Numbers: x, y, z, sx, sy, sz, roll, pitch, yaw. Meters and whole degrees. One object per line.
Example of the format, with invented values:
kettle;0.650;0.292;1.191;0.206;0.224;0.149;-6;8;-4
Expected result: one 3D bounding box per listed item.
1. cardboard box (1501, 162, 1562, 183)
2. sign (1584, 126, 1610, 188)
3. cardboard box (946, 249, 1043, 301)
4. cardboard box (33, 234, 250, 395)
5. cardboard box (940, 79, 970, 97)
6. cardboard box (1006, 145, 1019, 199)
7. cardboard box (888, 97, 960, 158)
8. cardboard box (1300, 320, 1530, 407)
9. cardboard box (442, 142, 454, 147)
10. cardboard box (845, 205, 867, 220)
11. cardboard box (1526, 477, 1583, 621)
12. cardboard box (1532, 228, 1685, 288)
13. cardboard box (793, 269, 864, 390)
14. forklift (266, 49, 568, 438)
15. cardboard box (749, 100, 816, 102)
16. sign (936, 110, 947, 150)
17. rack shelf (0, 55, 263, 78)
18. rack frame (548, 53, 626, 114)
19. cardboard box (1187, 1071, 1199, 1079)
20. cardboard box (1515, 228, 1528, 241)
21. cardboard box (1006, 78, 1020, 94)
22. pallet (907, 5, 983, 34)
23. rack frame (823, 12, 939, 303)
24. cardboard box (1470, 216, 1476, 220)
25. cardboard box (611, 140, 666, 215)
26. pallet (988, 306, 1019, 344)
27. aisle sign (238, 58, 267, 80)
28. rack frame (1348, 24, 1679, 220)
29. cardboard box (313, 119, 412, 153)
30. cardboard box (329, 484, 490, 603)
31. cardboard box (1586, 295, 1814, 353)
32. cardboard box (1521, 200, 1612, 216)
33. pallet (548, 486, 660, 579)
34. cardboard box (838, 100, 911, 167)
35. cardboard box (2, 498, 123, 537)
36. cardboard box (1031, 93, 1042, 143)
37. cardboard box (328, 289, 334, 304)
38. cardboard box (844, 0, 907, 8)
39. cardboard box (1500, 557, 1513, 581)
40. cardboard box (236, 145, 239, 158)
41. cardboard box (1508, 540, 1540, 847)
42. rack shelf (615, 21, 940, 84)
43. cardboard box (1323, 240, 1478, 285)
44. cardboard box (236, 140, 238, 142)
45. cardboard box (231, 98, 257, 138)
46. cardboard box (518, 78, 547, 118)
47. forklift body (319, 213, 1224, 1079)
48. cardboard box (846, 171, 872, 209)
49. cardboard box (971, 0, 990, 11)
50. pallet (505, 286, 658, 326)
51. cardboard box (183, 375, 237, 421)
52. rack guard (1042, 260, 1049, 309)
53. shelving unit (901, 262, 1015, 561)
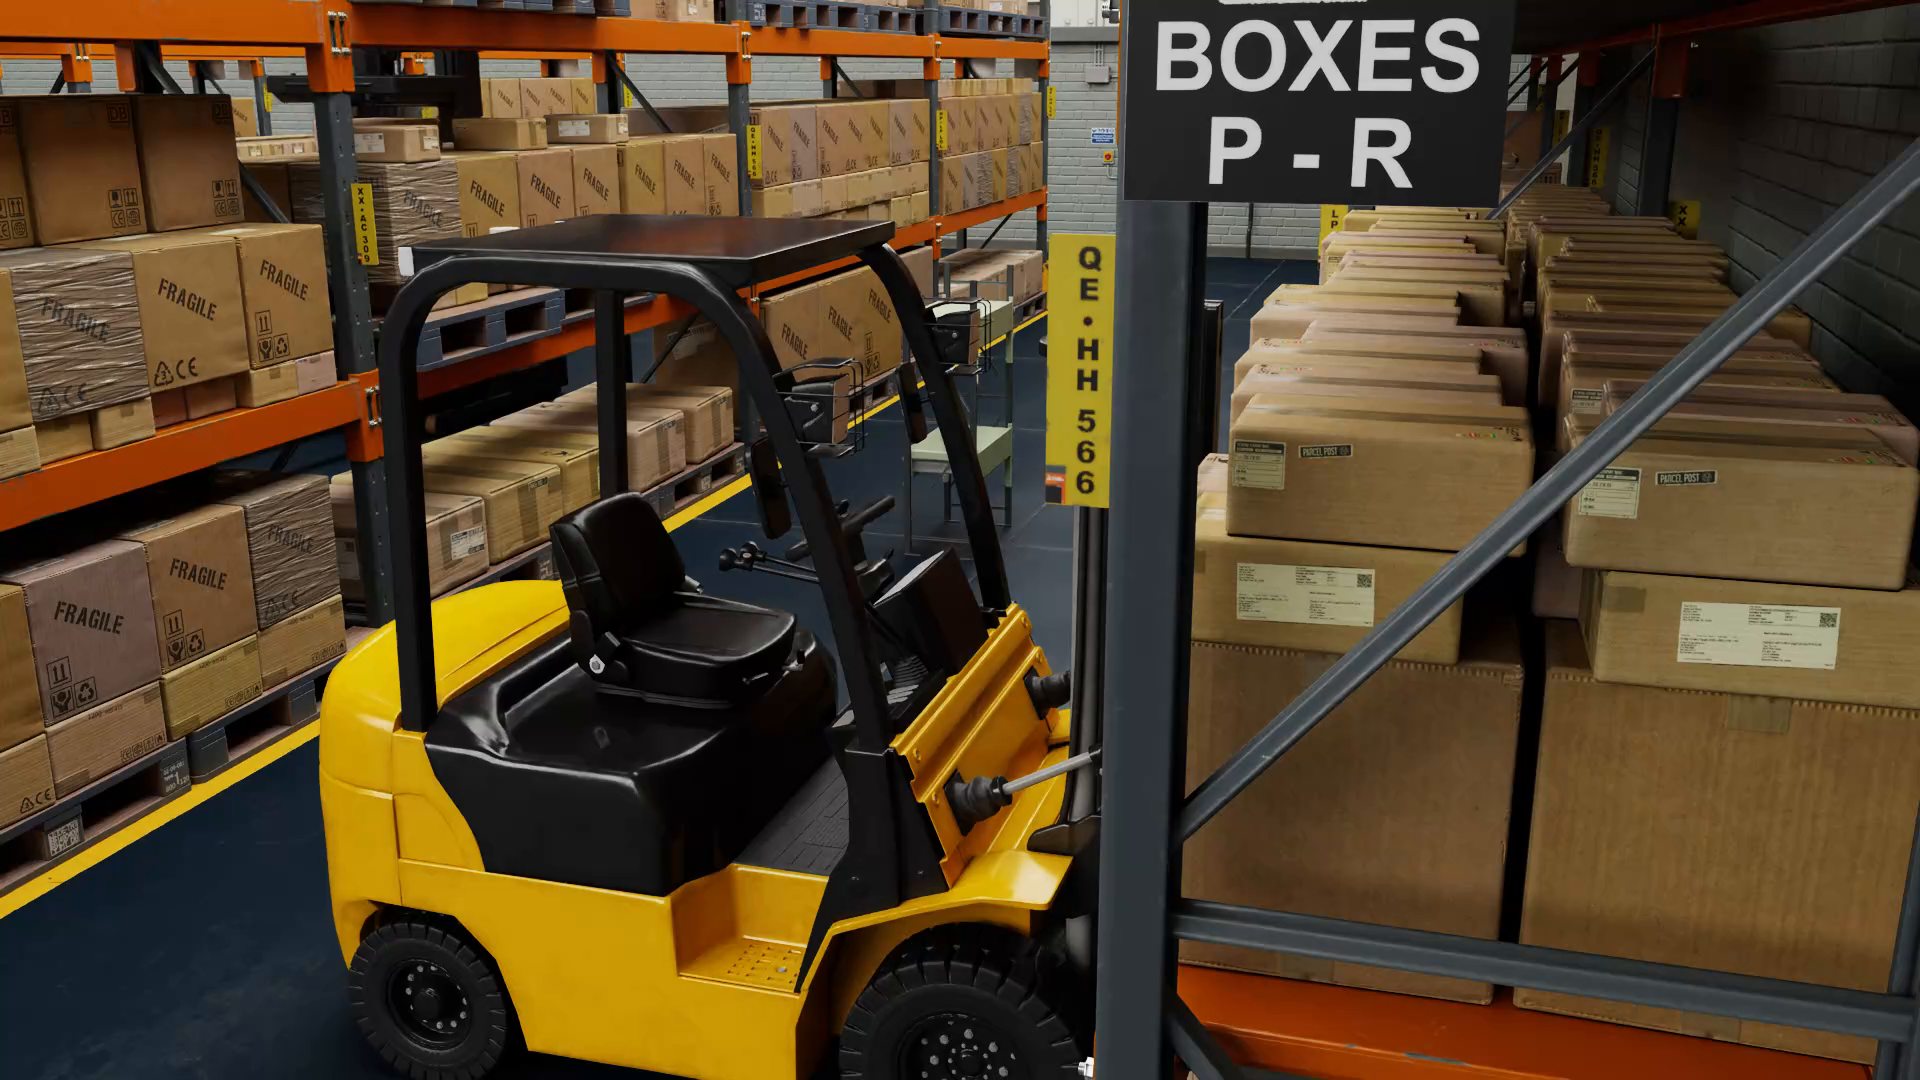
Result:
cardboard box;3.238;-1.947;9.743;0.500;0.500;0.500;5;17;18
sign;3.475;-2.089;9.075;0.100;0.325;0.005;5;16;16
cardboard box;0.364;-2.840;17.771;0.875;0.438;0.875;4;16;14
cardboard box;-2.982;-0.832;6.037;0.500;0.500;0.500;5;17;18
cardboard box;-0.124;-4.107;15.108;0.380;0.149;0.250;5;16;15
cardboard box;0.278;-3.687;16.648;0.500;0.500;0.500;5;17;17
cardboard box;-0.314;-3.639;14.648;0.500;0.500;0.500;5;17;16
cardboard box;0.799;-0.291;2.942;0.380;0.149;0.250;5;17;16
cardboard box;-2.603;-1.845;8.839;0.500;0.500;0.500;4;16;14
cardboard box;-1.017;-2.396;12.556;0.500;0.250;0.500;5;16;16
cardboard box;1.023;0.021;2.388;0.380;0.149;0.250;5;16;16
cardboard box;1.831;-0.791;4.705;0.380;0.149;0.250;4;16;15
cardboard box;-1.284;-1.545;12.404;0.875;0.875;0.875;5;17;17
forklift;-4.146;-2.279;11.991;1.130;2.935;3.031;5;17;18
cardboard box;-1.345;-3.175;13.009;0.500;0.500;0.500;4;16;14
sign;-0.158;-3.484;14.139;0.100;0.325;0.005;5;16;16
rack shelf;-9.614;-5.393;18.668;1.077;0.370;4.000;5;16;16
rack frame;-4.319;-4.408;19.375;1.000;3.000;0.127;5;16;16
cardboard box;0.501;1.014;2.695;0.500;0.250;0.500;5;17;18
cardboard box;2.309;-1.095;6.319;0.380;0.149;0.250;5;16;16
cardboard box;0.393;-4.578;16.768;0.380;0.149;0.250;5;17;17
pallet;-0.439;-4.618;14.780;1.003;0.211;1.213;5;16;16
rack frame;-0.681;-3.005;14.425;1.000;3.000;0.127;5;16;16
cardboard box;1.948;-1.266;6.924;0.380;0.149;0.250;4;16;15
cardboard box;-1.959;-1.943;9.183;0.500;0.500;0.500;3;16;12
pallet;-0.045;-2.176;16.615;1.003;0.211;1.213;5;16;16
aisle sign;-8.738;-6.066;20.454;0.394;0.787;0.004;5;16;16
rack frame;1.805;-0.528;5.693;1.000;3.000;0.127;5;16;16
cardboard box;-2.857;-1.936;7.973;0.380;0.149;0.250;4;16;14
cardboard box;-2.808;0.013;7.832;0.950;0.372;0.625;5;17;17
cardboard box;1.442;-0.387;3.281;0.380;0.149;0.250;4;16;15
cardboard box;2.802;-1.490;7.712;0.380;0.149;0.250;4;16;15
pallet;-2.390;-0.094;9.274;1.003;0.211;1.213;5;16;16
cardboard box;-0.707;-3.261;13.315;0.500;0.500;0.500;5;17;17
cardboard box;-3.522;0.123;6.294;0.500;0.500;0.500;5;17;18
cardboard box;0.547;-4.436;17.455;0.500;0.500;0.500;5;17;18
cardboard box;-3.073;-1.149;7.573;0.380;0.149;0.250;5;17;17
cardboard box;-0.730;-4.360;13.100;0.500;0.311;0.500;5;16;16
cardboard box;0.713;0.187;2.991;0.500;0.500;0.500;5;17;18
cardboard box;-5.977;-3.063;13.233;0.380;0.149;0.250;5;17;18
cardboard box;1.203;0.225;2.857;0.500;0.500;0.500;5;17;18
rack shelf;-1.250;-3.578;12.269;1.077;0.370;4.000;5;16;16
cardboard box;1.159;-0.698;4.377;0.380;0.149;0.250;4;16;15
cardboard box;-6.375;-3.324;14.151;0.380;0.149;0.250;5;17;18
cardboard box;-8.932;-5.103;20.181;0.500;0.500;0.500;5;17;17
cardboard box;-4.641;-4.534;17.256;0.500;0.500;0.500;4;16;14
forklift body;-0.542;0.290;4.367;2.313;2.155;1.214;5;16;16
cardboard box;-0.979;-2.636;12.485;0.500;0.250;0.500;5;17;17
cardboard box;-0.018;-5.314;16.280;0.500;0.311;0.500;5;17;17
pallet;-2.341;-1.345;8.925;1.003;0.211;1.213;5;16;16
cardboard box;-2.967;-0.555;6.249;0.380;0.149;0.250;5;17;16
rack guard;0.462;-2.855;18.478;1.175;0.500;0.348;5;16;16
shelving unit;-0.002;-0.720;9.119;0.431;1.500;0.755;5;16;16
